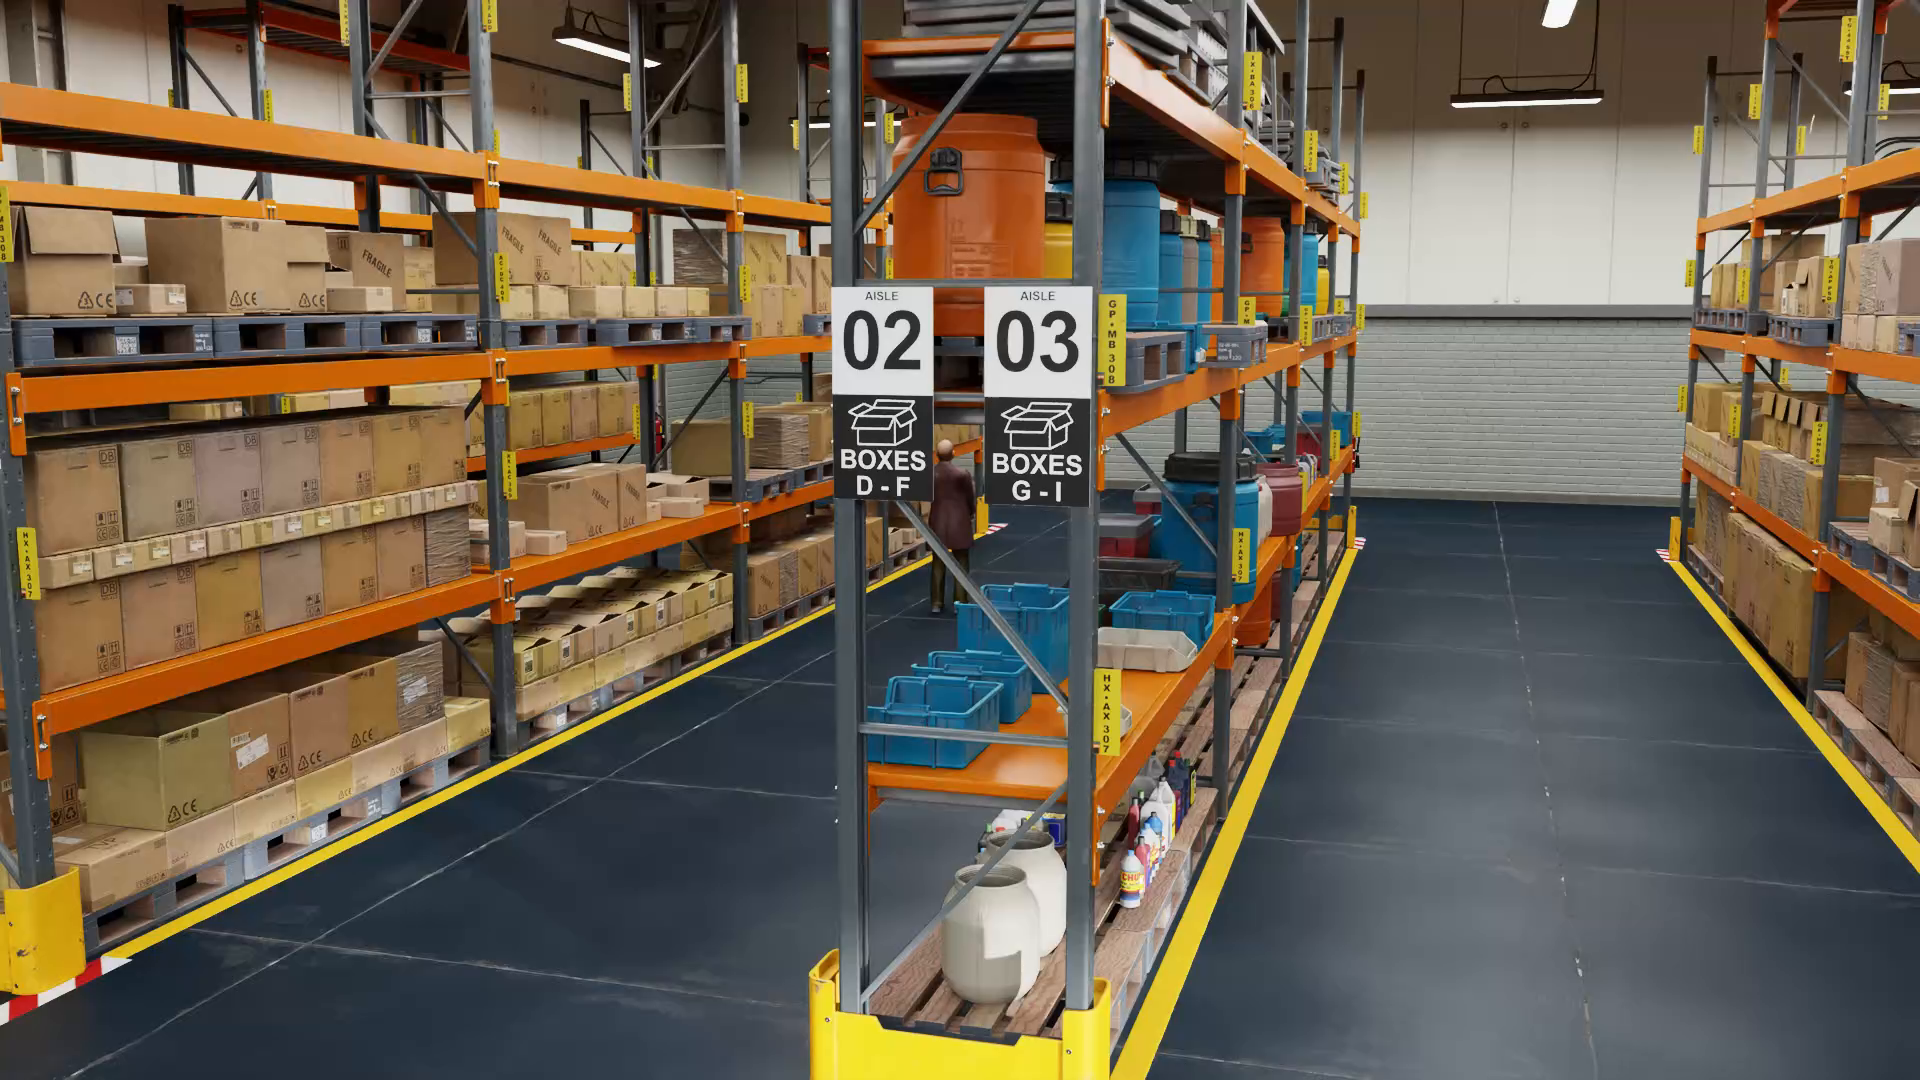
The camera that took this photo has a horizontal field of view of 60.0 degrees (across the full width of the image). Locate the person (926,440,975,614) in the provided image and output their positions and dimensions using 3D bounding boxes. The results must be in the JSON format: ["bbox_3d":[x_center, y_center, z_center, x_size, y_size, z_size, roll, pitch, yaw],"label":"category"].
[{"bbox_3d":[-0.084,-0.155,16.980,0.529,1.770,0.555,3,9,17],"label":"person"}]
